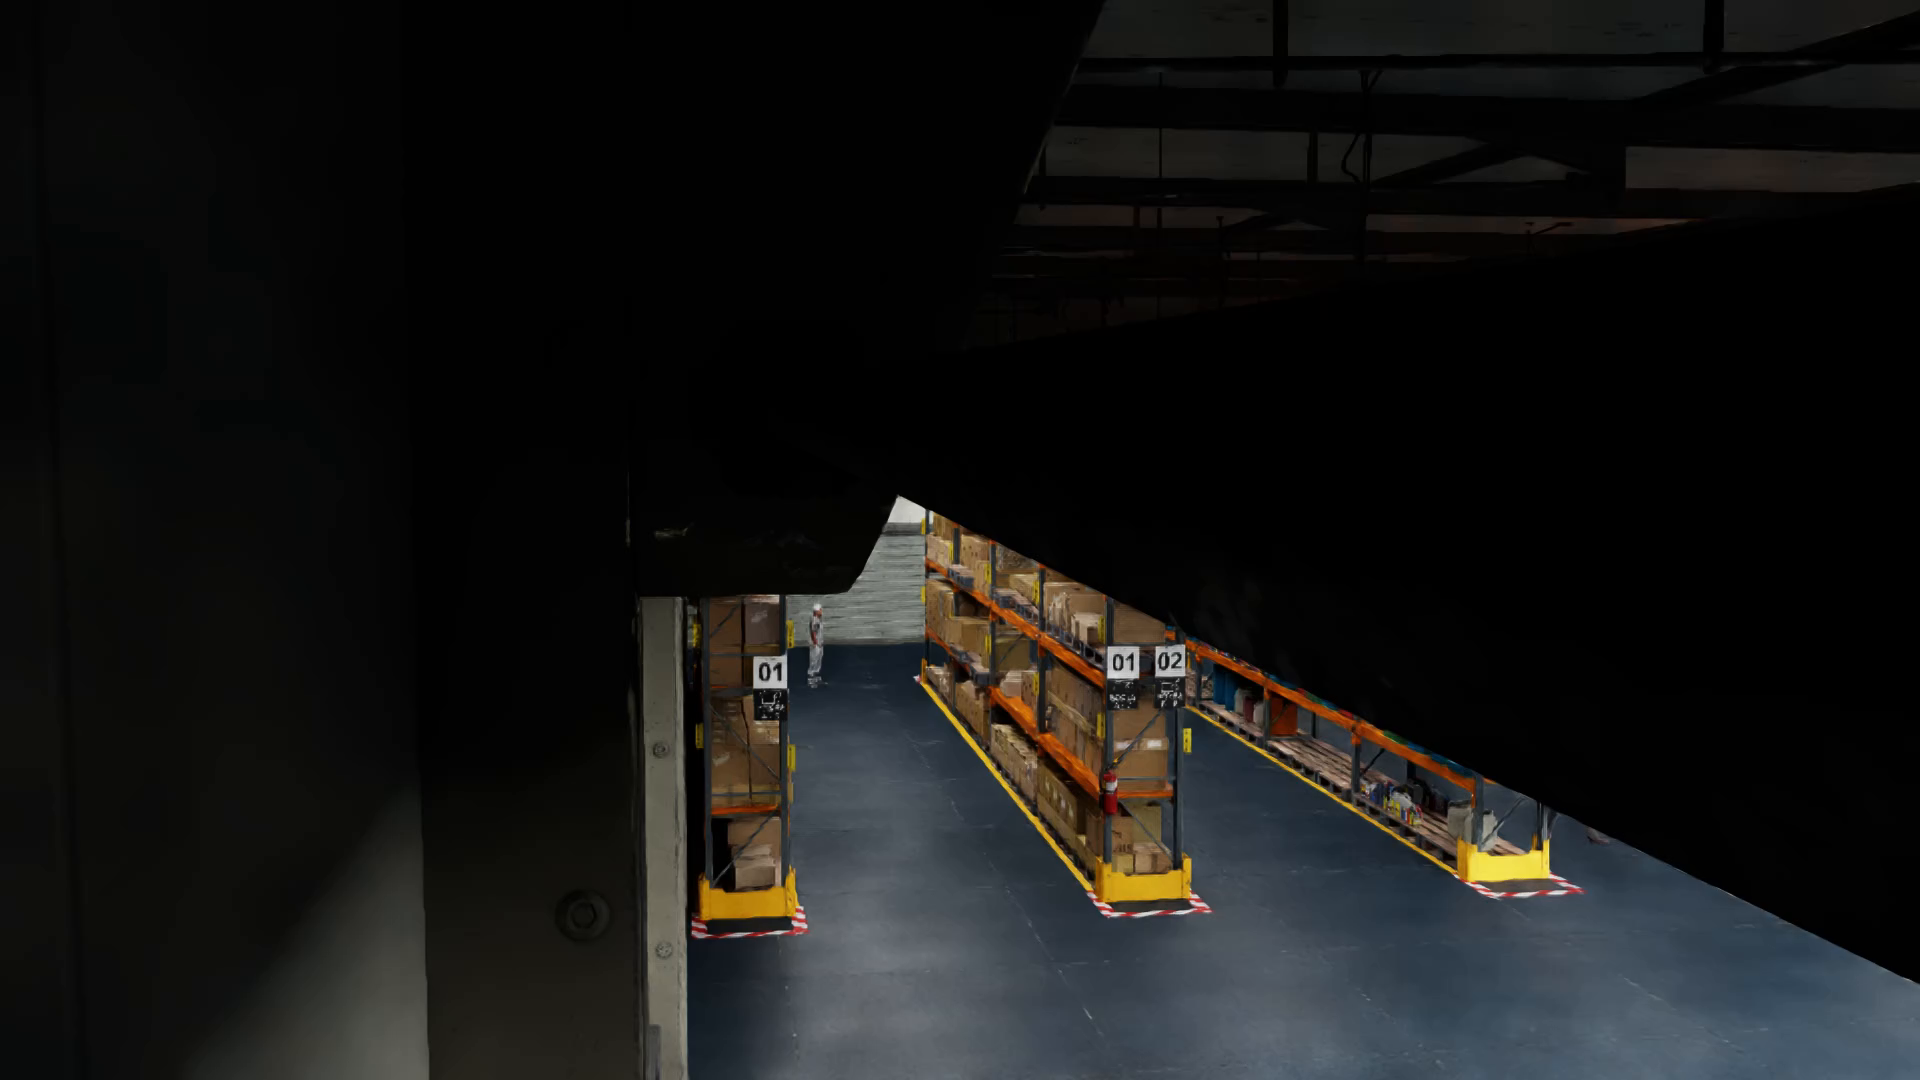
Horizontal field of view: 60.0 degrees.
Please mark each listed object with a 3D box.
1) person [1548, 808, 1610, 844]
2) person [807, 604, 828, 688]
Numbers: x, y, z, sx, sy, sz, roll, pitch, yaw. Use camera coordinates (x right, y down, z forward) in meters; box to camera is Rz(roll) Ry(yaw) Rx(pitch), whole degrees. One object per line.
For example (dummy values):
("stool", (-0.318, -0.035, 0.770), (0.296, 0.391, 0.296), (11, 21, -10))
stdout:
("person", (8.676, 3.476, 23.467), (0.490, 1.592, 0.938), (-3, 6, -32))
("person", (-3.084, 2.261, 35.913), (0.402, 1.792, 0.633), (0, 5, 5))
